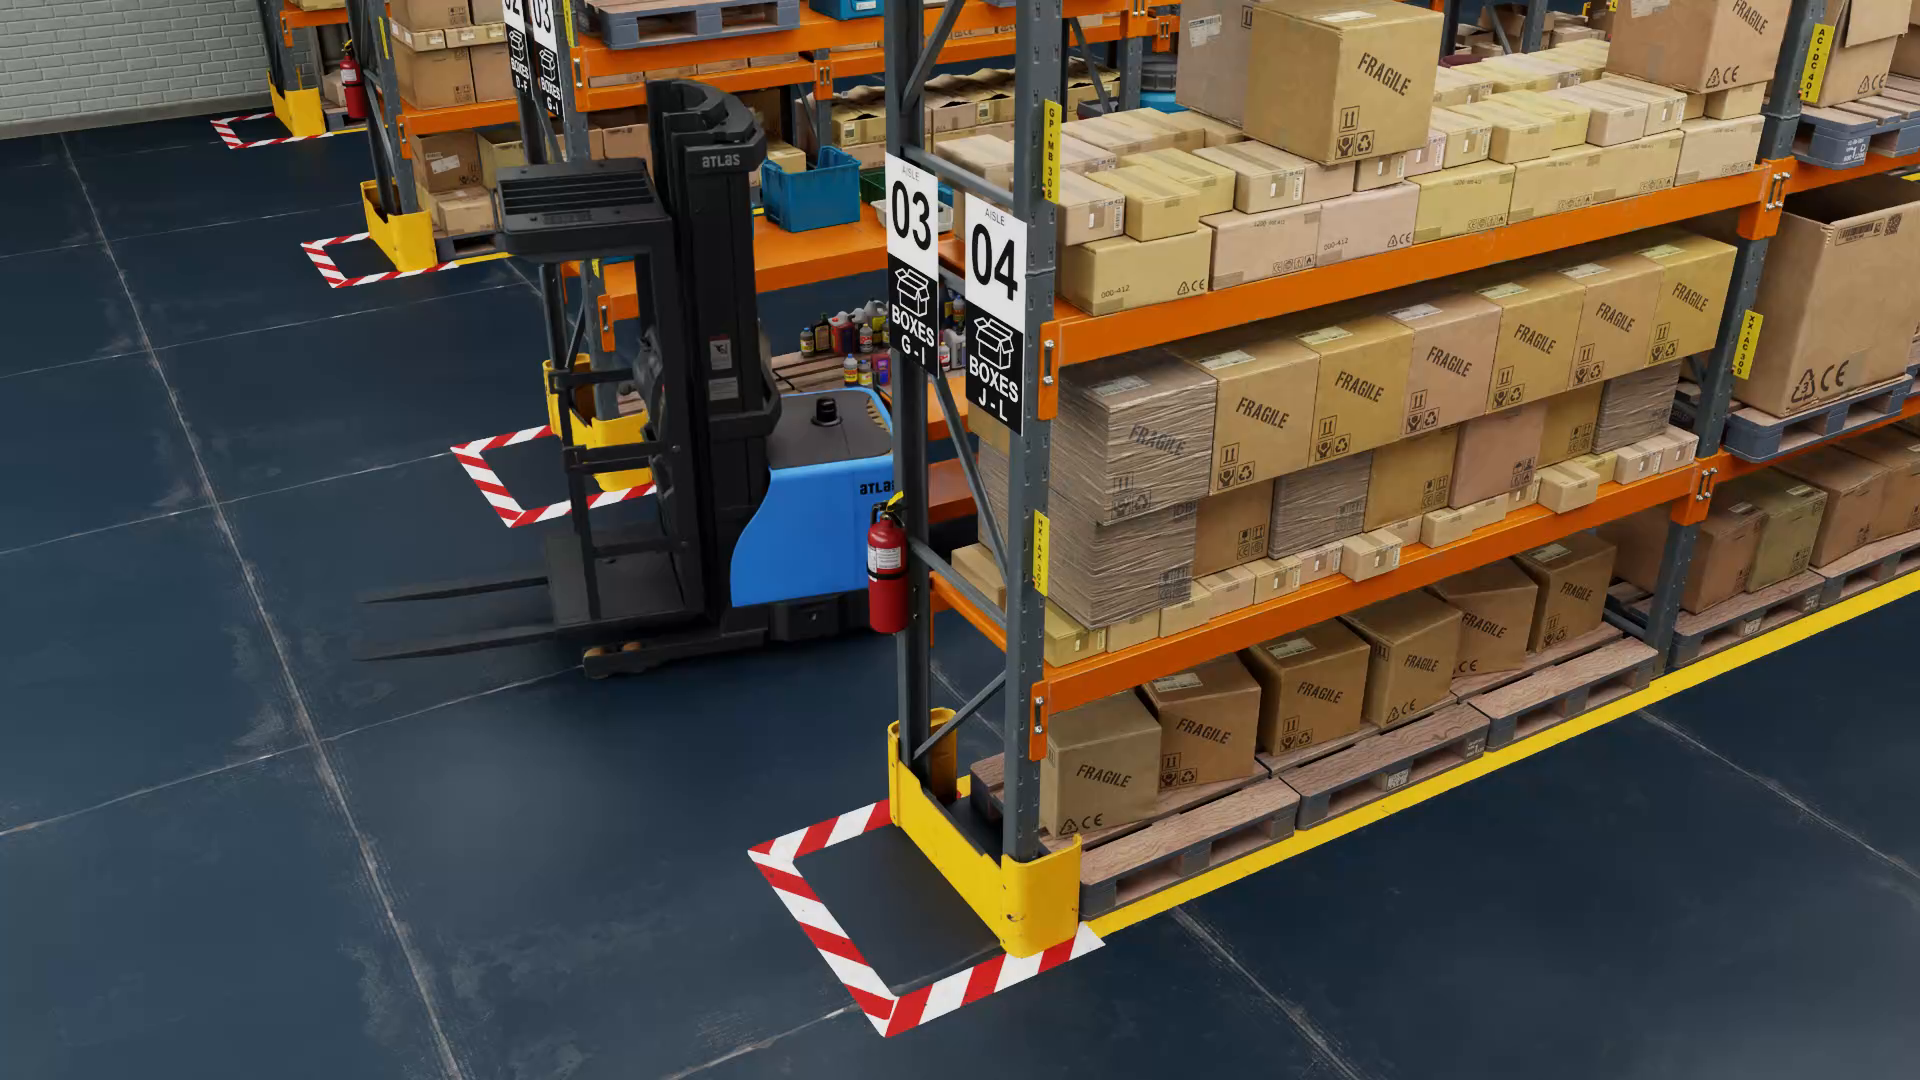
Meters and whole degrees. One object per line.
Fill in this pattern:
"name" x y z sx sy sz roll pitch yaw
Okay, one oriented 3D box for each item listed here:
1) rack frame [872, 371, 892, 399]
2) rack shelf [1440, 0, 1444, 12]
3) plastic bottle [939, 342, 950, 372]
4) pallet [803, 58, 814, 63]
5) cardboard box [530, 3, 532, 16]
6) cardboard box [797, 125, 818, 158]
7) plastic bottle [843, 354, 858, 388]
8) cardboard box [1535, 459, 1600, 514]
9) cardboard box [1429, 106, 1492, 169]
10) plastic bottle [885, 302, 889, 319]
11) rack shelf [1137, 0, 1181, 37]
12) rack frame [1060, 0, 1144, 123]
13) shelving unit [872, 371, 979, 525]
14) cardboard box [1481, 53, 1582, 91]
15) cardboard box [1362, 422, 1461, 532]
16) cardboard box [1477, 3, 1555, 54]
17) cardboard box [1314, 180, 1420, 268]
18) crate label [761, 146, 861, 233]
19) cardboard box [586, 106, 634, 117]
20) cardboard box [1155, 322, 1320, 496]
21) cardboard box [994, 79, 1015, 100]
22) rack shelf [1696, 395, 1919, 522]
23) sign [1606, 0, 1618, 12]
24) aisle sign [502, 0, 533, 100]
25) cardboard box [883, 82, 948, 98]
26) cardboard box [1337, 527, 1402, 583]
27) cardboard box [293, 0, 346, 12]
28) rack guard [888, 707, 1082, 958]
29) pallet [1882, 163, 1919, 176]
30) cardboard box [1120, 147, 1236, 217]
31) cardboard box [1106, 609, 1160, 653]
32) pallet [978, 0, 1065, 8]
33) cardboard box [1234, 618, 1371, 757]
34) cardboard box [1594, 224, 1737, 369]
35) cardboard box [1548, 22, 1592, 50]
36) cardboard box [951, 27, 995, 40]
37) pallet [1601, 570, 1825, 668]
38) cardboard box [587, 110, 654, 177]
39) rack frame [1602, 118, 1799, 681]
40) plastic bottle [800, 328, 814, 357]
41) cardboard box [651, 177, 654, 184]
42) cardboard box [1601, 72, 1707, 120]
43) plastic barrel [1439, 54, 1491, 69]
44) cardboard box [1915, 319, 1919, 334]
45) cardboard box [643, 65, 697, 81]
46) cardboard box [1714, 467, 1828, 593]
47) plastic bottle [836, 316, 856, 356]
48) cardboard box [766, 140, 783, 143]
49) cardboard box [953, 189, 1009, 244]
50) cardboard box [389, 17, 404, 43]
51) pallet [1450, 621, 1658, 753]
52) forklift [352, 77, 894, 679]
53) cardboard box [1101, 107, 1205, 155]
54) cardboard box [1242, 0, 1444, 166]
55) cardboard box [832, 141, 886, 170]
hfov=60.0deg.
"rack frame" -0.383 -0.387 9.787 0.032 1.125 0.500 -14 32 -24
"rack shelf" 7.078 -7.038 20.643 4.000 0.370 1.077 -16 33 -26
"plastic bottle" -0.121 -1.326 11.989 0.097 0.201 0.097 0 29 0
"pallet" -2.333 -6.239 21.336 1.213 0.211 1.003 -16 33 -26
"cardboard box" -3.653 -4.914 14.604 0.500 0.500 0.700 -16 33 -26
"cardboard box" -1.333 -4.107 16.999 0.500 0.250 0.500 -16 33 -27
"plastic bottle" -0.765 -1.174 11.641 0.097 0.271 0.097 0 29 0
"cardboard box" 2.810 -0.291 7.933 0.250 0.149 0.380 -16 33 -26
"cardboard box" 1.927 -1.646 6.766 0.250 0.149 0.380 -17 33 -28
"plastic bottle" -0.473 -1.699 12.510 0.185 0.351 0.144 -16 33 -27
"rack shelf" 2.687 -4.329 12.629 4.000 0.370 1.077 -16 33 -26
"rack frame" 0.962 -2.841 12.293 0.127 3.000 1.000 -16 33 -26
"shelving unit" 0.066 -0.503 9.996 1.048 1.125 0.538 -14 32 -24
"cardboard box" 2.595 -2.097 7.584 0.250 0.149 0.380 -16 33 -26
"cardboard box" 1.771 -0.490 7.622 0.500 0.500 0.875 -16 33 -26
"cardboard box" 6.971 -6.425 20.916 0.637 0.503 0.797 -16 33 -26
"cardboard box" 1.440 -1.305 6.560 0.500 0.250 0.500 -16 33 -27
"crate label" -1.036 -2.440 11.531 0.616 0.435 0.502 -16 33 -26
"cardboard box" -3.394 -3.862 15.779 0.500 0.500 0.500 -16 33 -26
"cardboard box" 1.070 -0.551 6.697 0.500 0.500 0.500 -16 33 -26
"cardboard box" 0.697 -4.627 17.360 0.500 0.311 0.500 -16 33 -27
"rack shelf" 5.196 -0.952 9.615 4.000 0.370 1.077 -16 33 -26
"sign" 3.187 -2.720 8.027 0.005 0.325 0.100 -16 33 -26
"aisle sign" -2.699 -3.106 10.083 0.004 0.787 0.394 -16 33 -26
"cardboard box" -0.463 -4.600 17.312 0.500 0.311 0.500 -16 33 -26
"cardboard box" 1.732 0.015 7.379 0.250 0.149 0.380 -16 33 -26
"cardboard box" -6.924 -5.919 18.005 0.500 0.250 0.500 -17 33 -28
"rack guard" 0.089 1.278 7.418 0.348 0.500 1.175 -16 33 -26
"pallet" 9.527 -4.075 17.415 1.213 0.211 1.003 -16 33 -26
"cardboard box" 0.805 -1.328 6.190 0.250 0.149 0.380 -16 33 -27
"cardboard box" 0.615 0.288 6.883 0.250 0.149 0.380 -16 33 -26
"pallet" 0.390 -3.854 11.220 1.003 0.211 1.213 -16 33 -26
"cardboard box" 1.617 0.660 8.101 0.500 0.500 0.500 -13 31 -22
"cardboard box" 3.223 -1.164 7.809 0.500 0.500 0.500 -16 33 -26
"cardboard box" 7.624 -6.375 21.088 0.500 0.250 0.500 -16 33 -26
"cardboard box" 0.013 -5.382 16.794 0.500 0.500 0.500 -16 33 -26
"pallet" 4.142 0.252 9.574 1.213 0.211 1.003 -16 33 -26
"cardboard box" -3.123 -3.639 15.374 0.500 0.500 0.500 -16 33 -26
"rack frame" 3.472 -0.777 8.554 0.127 3.000 1.000 -16 33 -26
"plastic bottle" -1.125 -1.461 12.234 0.097 0.201 0.097 0 29 0
"cardboard box" -3.123 -3.311 15.556 0.500 0.250 0.500 -16 33 -26
"cardboard box" 3.061 -1.972 7.357 0.250 0.149 0.380 -15 32 -26
"plastic barrel" 4.165 -3.640 13.600 0.708 0.536 0.600 -16 33 -26
"cardboard box" 4.920 -1.469 9.266 0.637 0.503 0.797 -12 31 -21
"cardboard box" -2.809 -4.585 15.349 0.500 0.500 0.700 -15 32 -26
"cardboard box" 4.433 -0.126 9.505 0.500 0.500 0.700 -16 33 -27
"plastic bottle" -0.839 -1.503 12.225 0.133 0.283 0.061 -16 33 -26
"cardboard box" -2.097 -3.898 16.620 0.500 0.250 0.500 -16 33 -26
"cardboard box" 0.310 -1.270 6.497 0.500 0.250 0.500 -15 32 -25
"cardboard box" -4.760 -4.427 14.392 0.250 0.149 0.380 -16 33 -27
"pallet" 2.911 0.623 8.903 1.213 0.211 1.003 -16 33 -26
"forklift" -1.804 -0.824 8.710 3.031 2.935 1.130 -8 30 -14
"cardboard box" 0.773 -1.617 6.714 0.250 0.149 0.380 -16 33 -26
"cardboard box" 1.440 -1.755 6.293 0.500 0.500 0.500 -16 33 -27
"cardboard box" -1.070 -3.881 16.588 0.500 0.250 0.500 -17 33 -27
